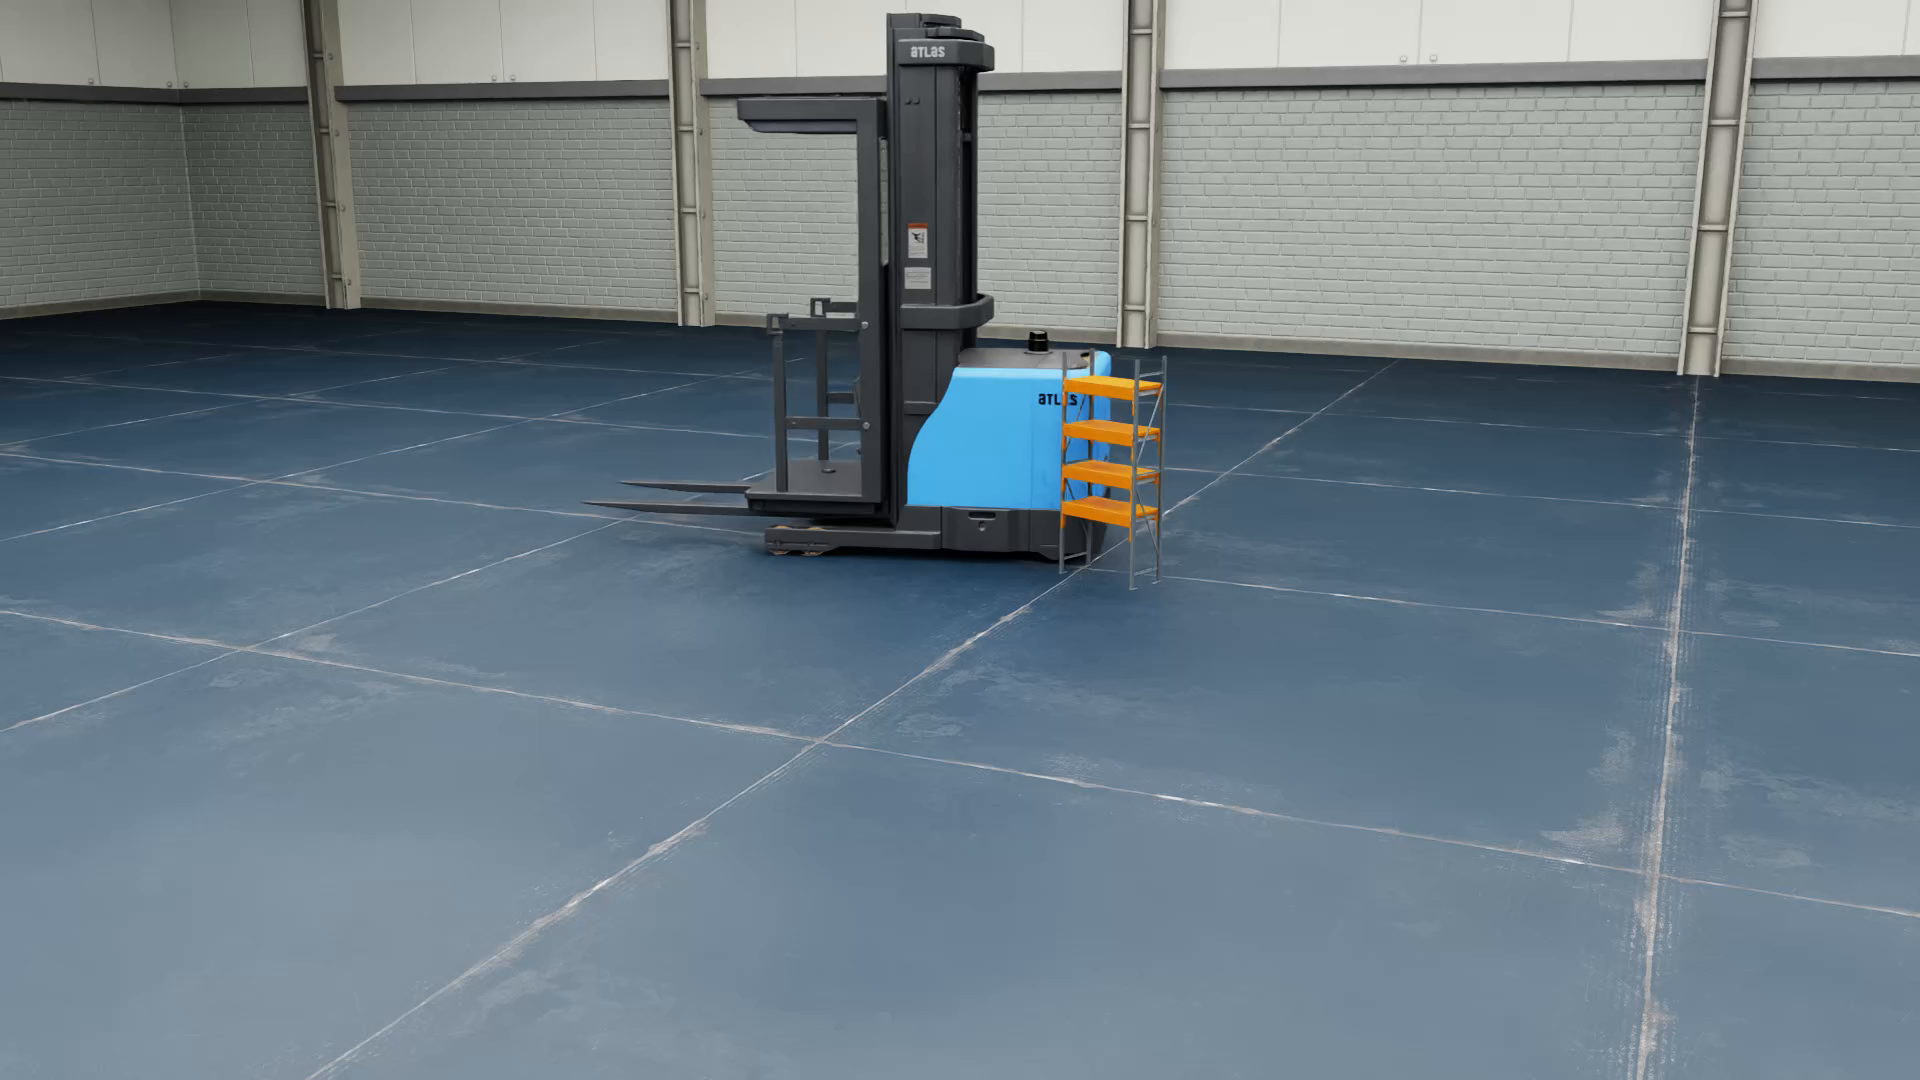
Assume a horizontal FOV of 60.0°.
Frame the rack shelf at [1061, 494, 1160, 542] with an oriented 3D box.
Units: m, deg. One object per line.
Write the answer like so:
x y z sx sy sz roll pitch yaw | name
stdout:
0.798 -0.120 8.805 0.258 0.148 0.480 -13 18 -43 | rack shelf

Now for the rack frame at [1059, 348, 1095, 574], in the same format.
0.627 -0.419 8.913 0.240 1.200 0.015 -13 18 -43 | rack frame

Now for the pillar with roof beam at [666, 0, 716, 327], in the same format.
-5.175 -6.289 16.858 0.400 9.000 9.100 6 14 23 | pillar with roof beam

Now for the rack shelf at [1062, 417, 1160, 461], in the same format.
0.799 -0.532 8.709 0.258 0.148 0.480 -13 18 -43 | rack shelf

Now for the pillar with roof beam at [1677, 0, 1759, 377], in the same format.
5.797 -5.179 12.126 0.400 9.000 9.100 6 14 23 | pillar with roof beam

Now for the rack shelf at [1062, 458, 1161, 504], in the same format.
0.798 -0.314 8.760 0.258 0.148 0.480 -13 18 -43 | rack shelf

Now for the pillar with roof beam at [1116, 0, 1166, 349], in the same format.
0.311 -5.734 14.492 0.400 9.000 9.100 6 14 23 | pillar with roof beam

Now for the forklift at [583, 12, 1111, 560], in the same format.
-0.659 -1.451 9.522 3.031 2.935 1.130 2 13 9 | forklift

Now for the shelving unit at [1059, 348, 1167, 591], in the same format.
0.799 -0.379 8.744 0.258 1.200 0.503 -13 18 -43 | shelving unit

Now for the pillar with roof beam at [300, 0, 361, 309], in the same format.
-10.661 -6.844 19.224 0.400 9.000 9.100 6 14 23 | pillar with roof beam

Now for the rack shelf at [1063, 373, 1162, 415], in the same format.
0.799 -0.762 8.655 0.258 0.148 0.480 -13 18 -43 | rack shelf

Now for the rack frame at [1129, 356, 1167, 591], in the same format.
0.970 -0.340 8.575 0.240 1.200 0.015 -13 18 -43 | rack frame
